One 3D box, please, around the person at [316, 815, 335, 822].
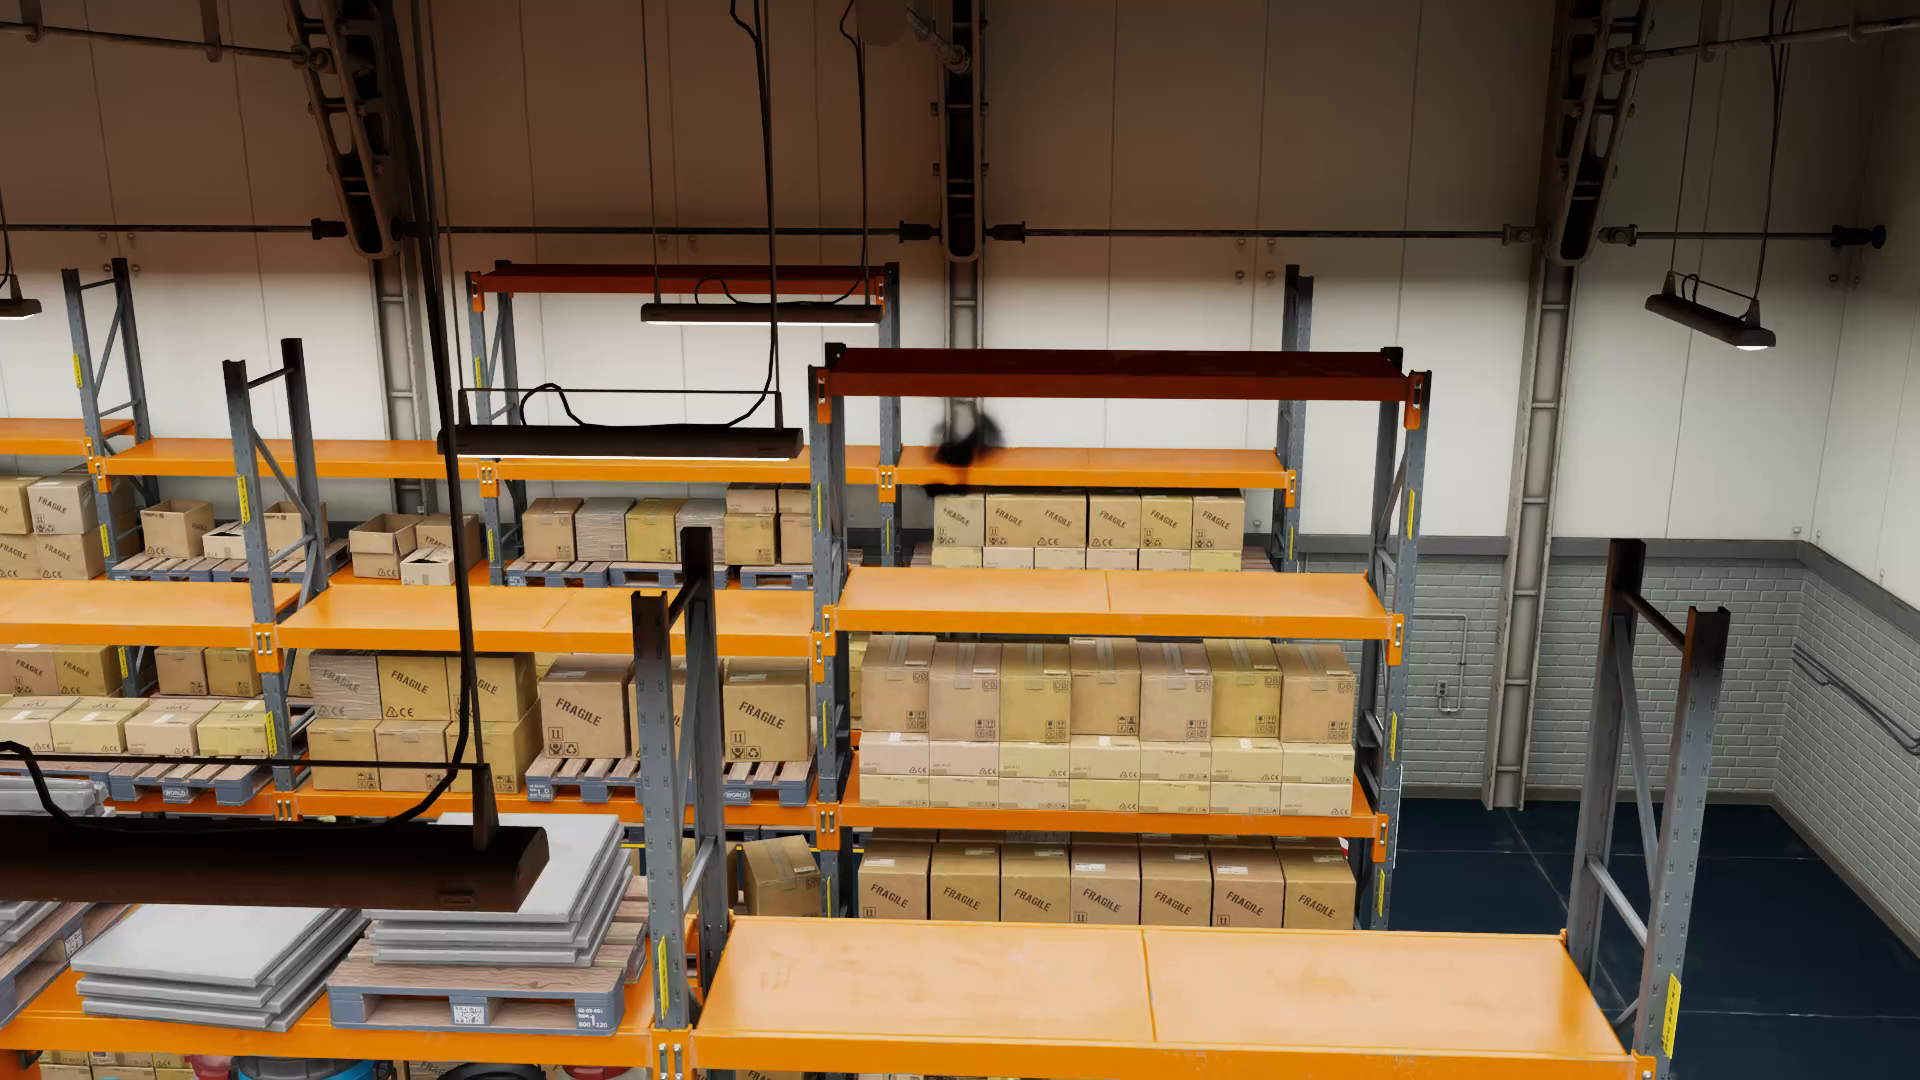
[{"bbox_3d":[-5.786,2.988,15.354,0.614,1.645,0.574,-1,16,-3],"label":"person"}]
